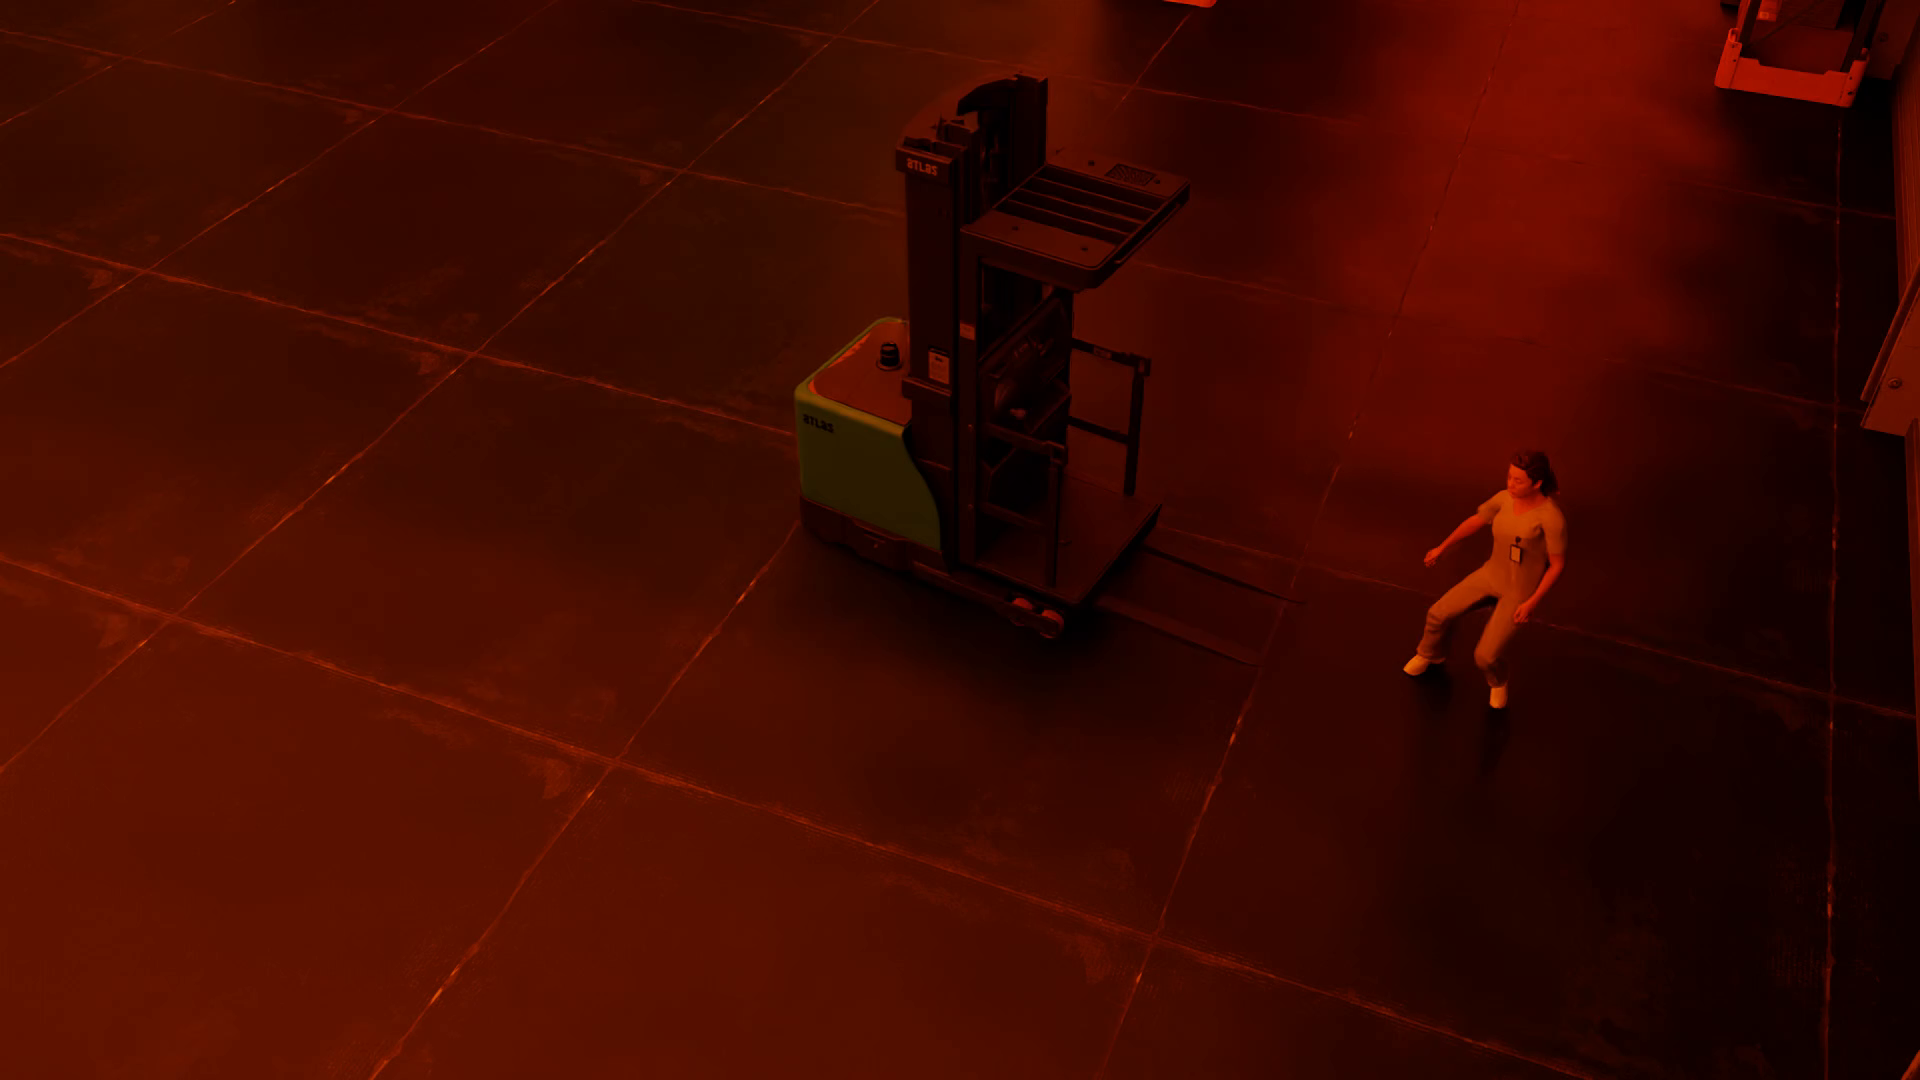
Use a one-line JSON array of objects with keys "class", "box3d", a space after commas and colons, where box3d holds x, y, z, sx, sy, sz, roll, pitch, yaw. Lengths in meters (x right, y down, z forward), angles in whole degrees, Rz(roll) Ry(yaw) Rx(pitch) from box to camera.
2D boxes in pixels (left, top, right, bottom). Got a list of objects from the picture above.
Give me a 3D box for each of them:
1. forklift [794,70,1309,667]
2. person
[{"class": "forklift", "box3d": [0.538, -0.947, 9.138, 3.031, 2.935, 1.130, 21, 44, 24]}, {"class": "person", "box3d": [2.825, 0.195, 8.831, 0.522, 1.573, 0.717, -20, 44, -22]}]
